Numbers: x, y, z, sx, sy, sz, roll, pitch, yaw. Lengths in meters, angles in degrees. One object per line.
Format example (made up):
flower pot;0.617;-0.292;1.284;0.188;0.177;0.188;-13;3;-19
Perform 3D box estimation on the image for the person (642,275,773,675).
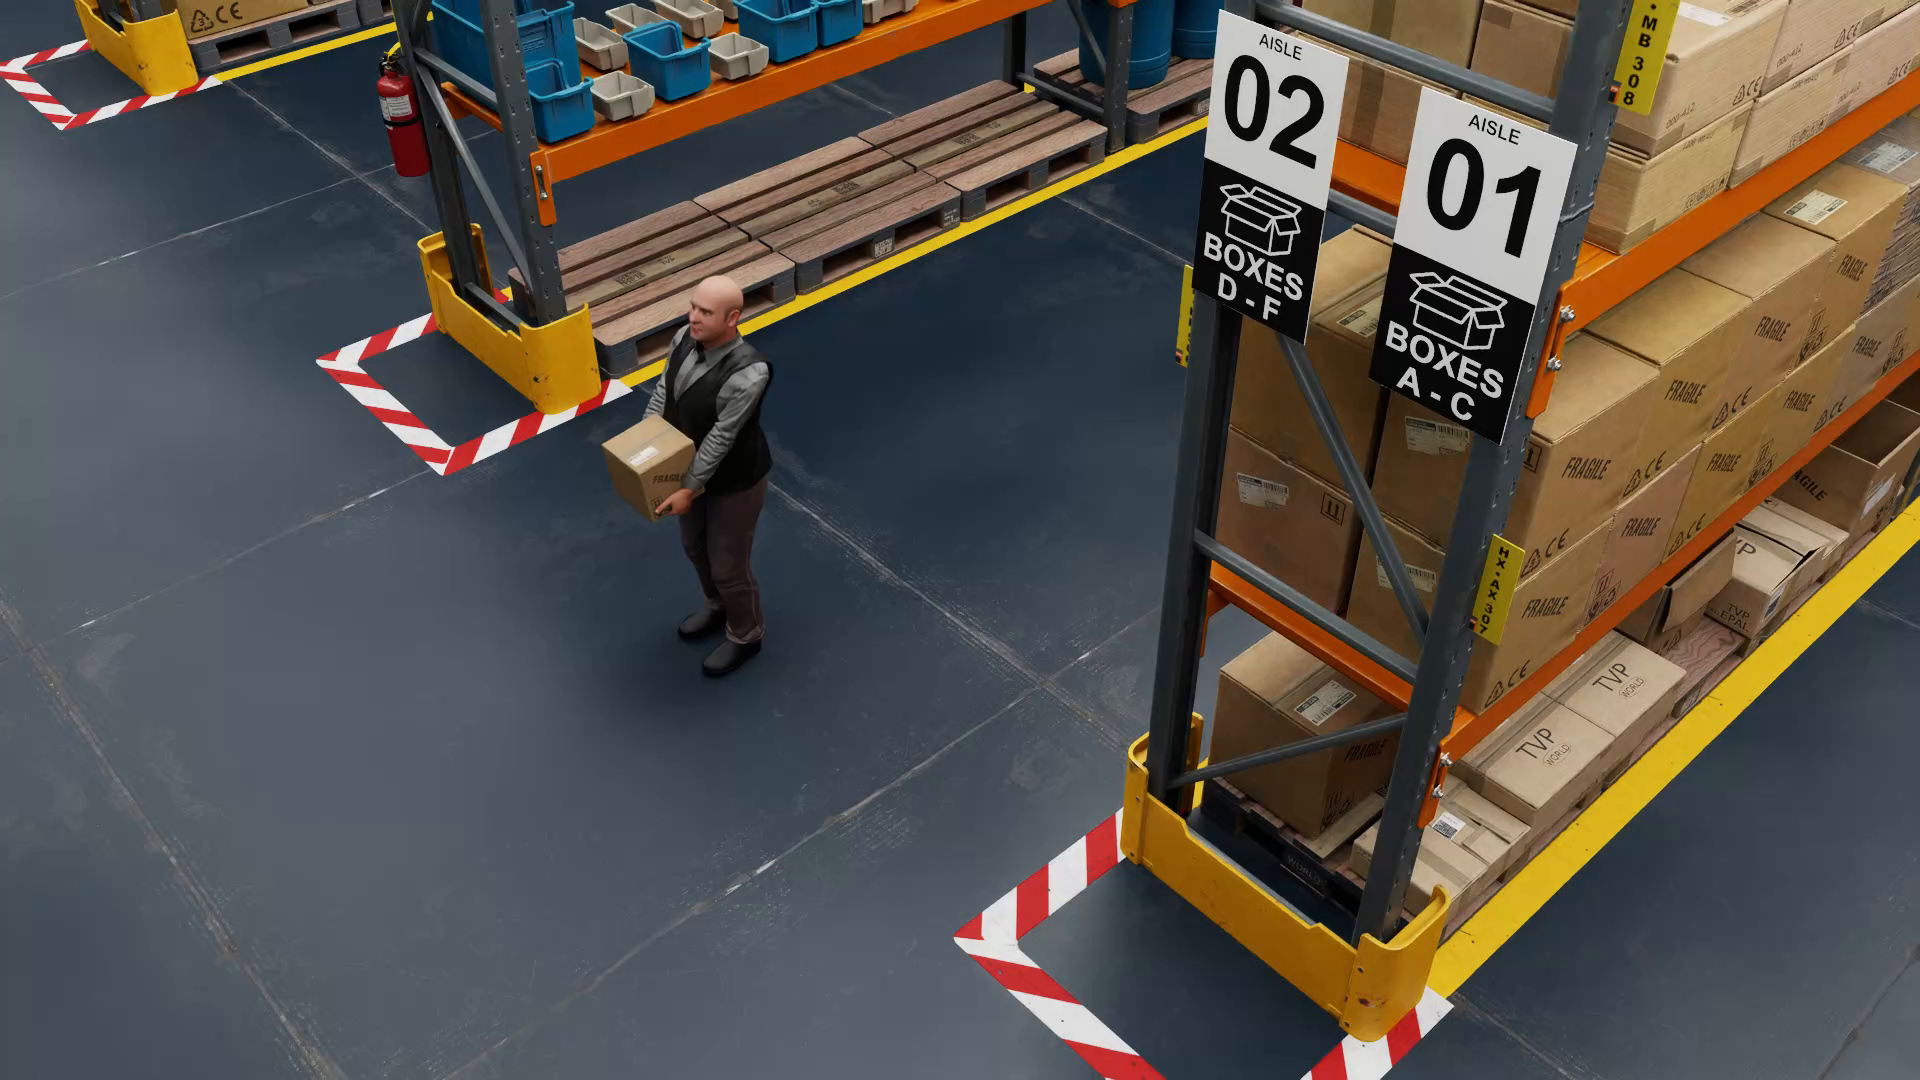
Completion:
person;-1.002;-0.213;6.440;0.560;1.711;0.494;-30;48;-31
